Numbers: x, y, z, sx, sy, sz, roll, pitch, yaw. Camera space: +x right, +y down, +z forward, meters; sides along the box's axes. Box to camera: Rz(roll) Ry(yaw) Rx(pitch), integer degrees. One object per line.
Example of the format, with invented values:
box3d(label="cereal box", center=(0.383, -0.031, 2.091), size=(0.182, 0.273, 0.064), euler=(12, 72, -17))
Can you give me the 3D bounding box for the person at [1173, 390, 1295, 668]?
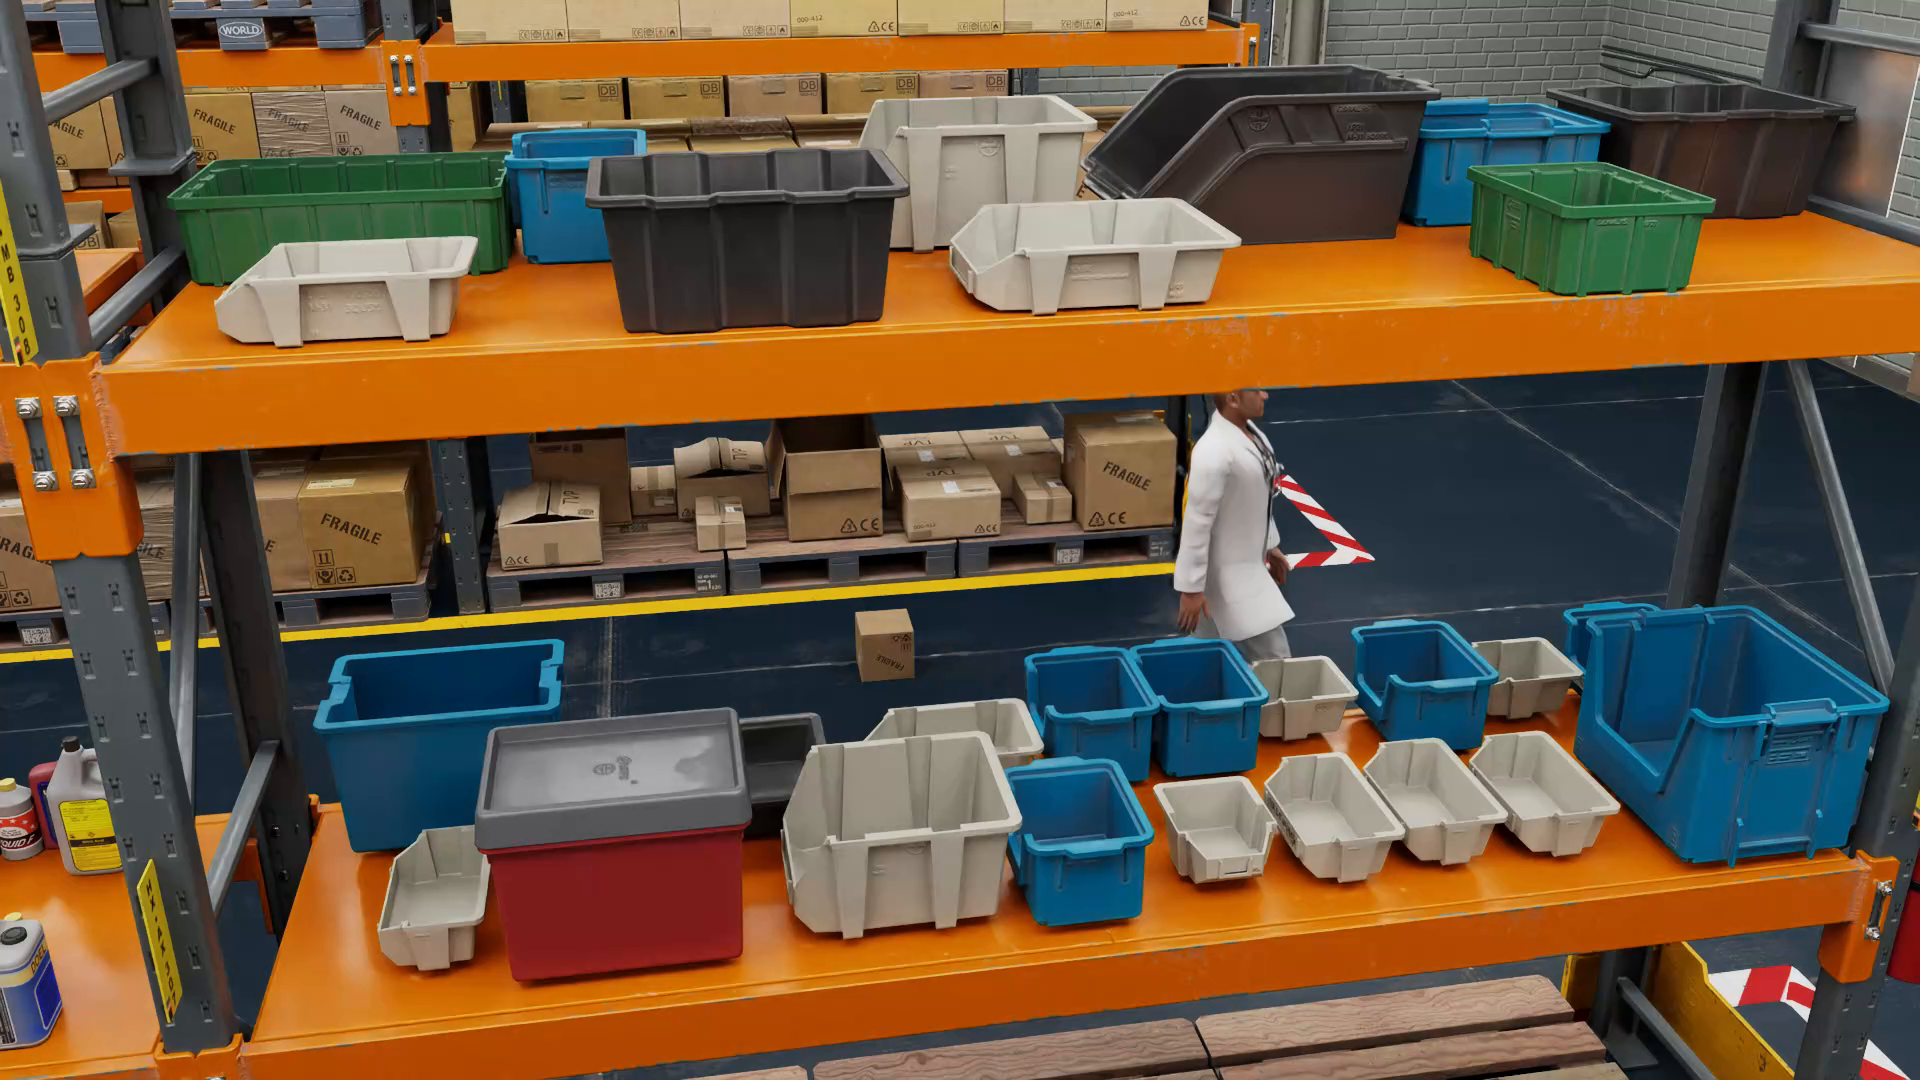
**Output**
box3d(label="person", center=(1.089, 0.157, 6.767), size=(0.580, 1.845, 0.623), euler=(6, 24, 15))
